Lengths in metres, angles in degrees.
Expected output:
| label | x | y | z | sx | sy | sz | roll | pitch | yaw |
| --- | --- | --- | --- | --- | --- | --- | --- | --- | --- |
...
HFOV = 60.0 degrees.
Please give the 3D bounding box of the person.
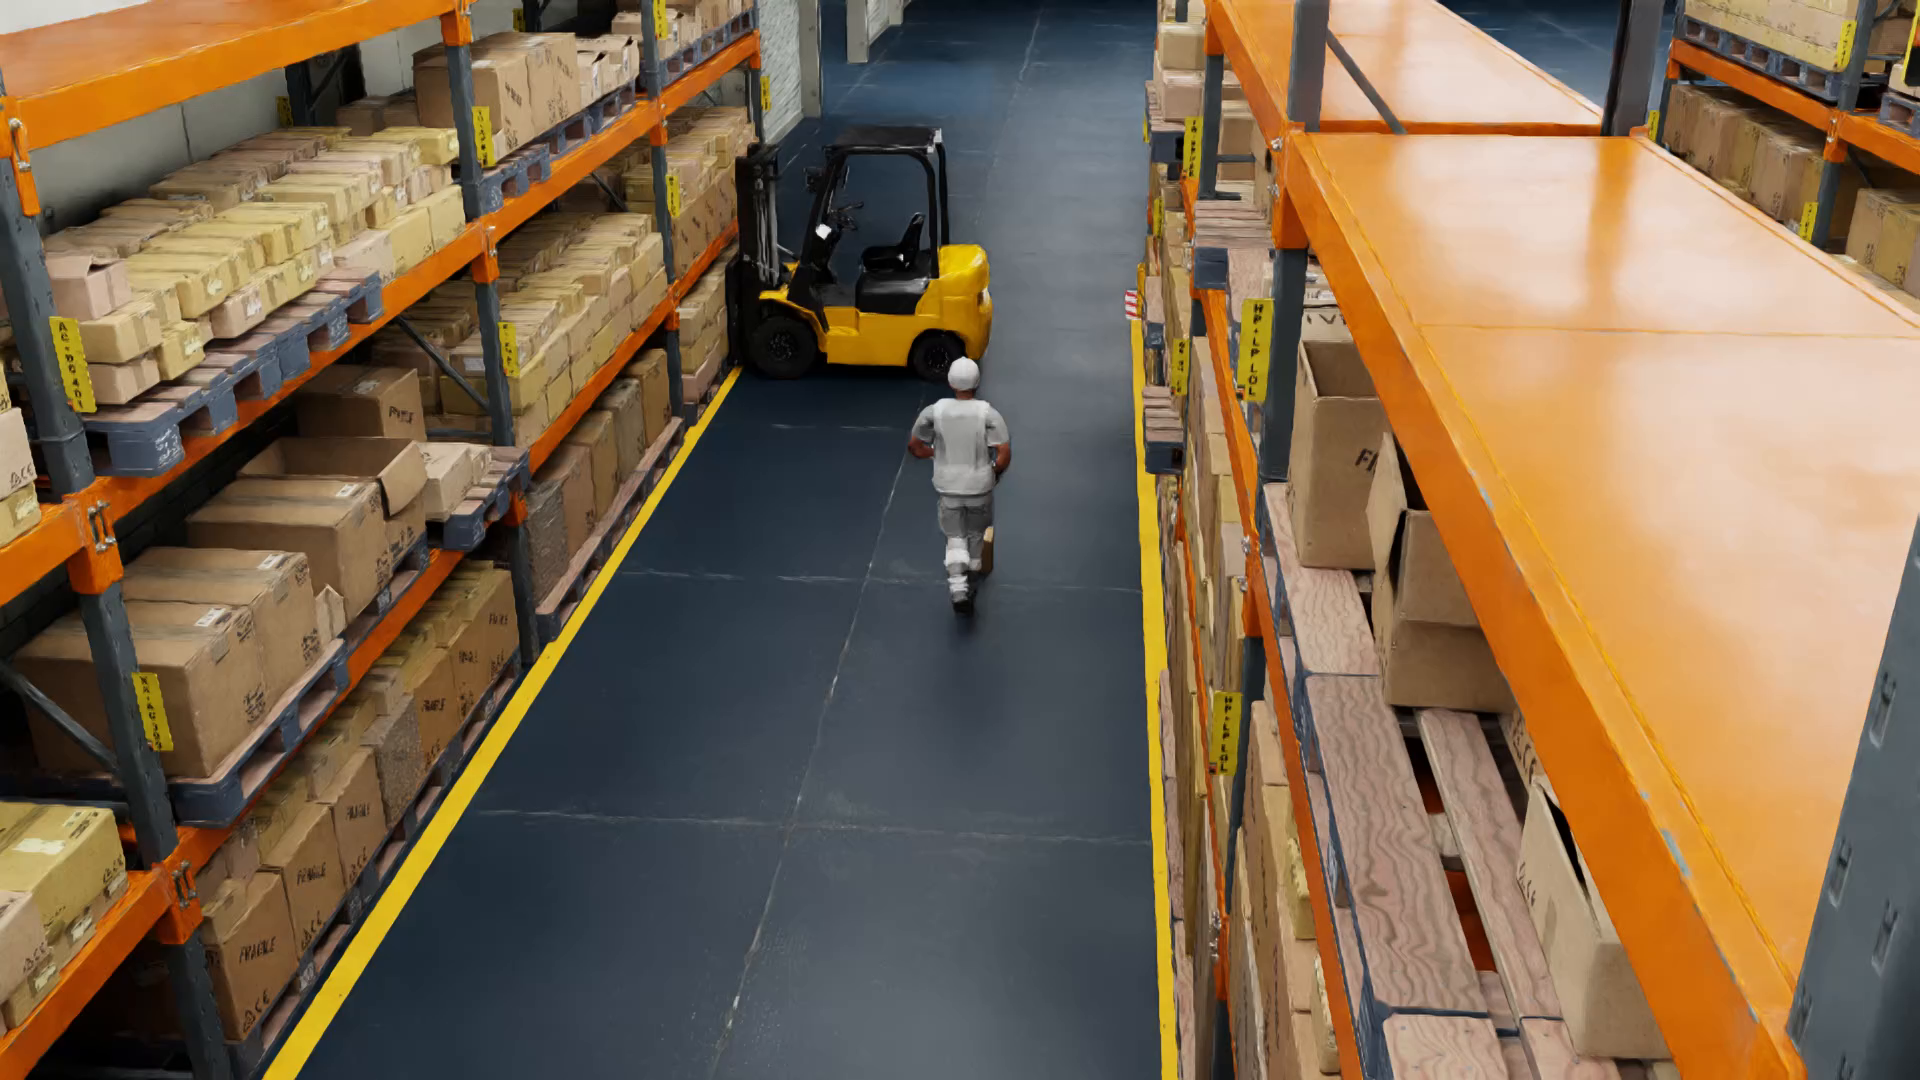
| label | x | y | z | sx | sy | sz | roll | pitch | yaw |
| --- | --- | --- | --- | --- | --- | --- | --- | --- | --- |
| person | 0.007 | -0.335 | 10.731 | 0.669 | 1.771 | 0.772 | 3 | 24 | 6 |
